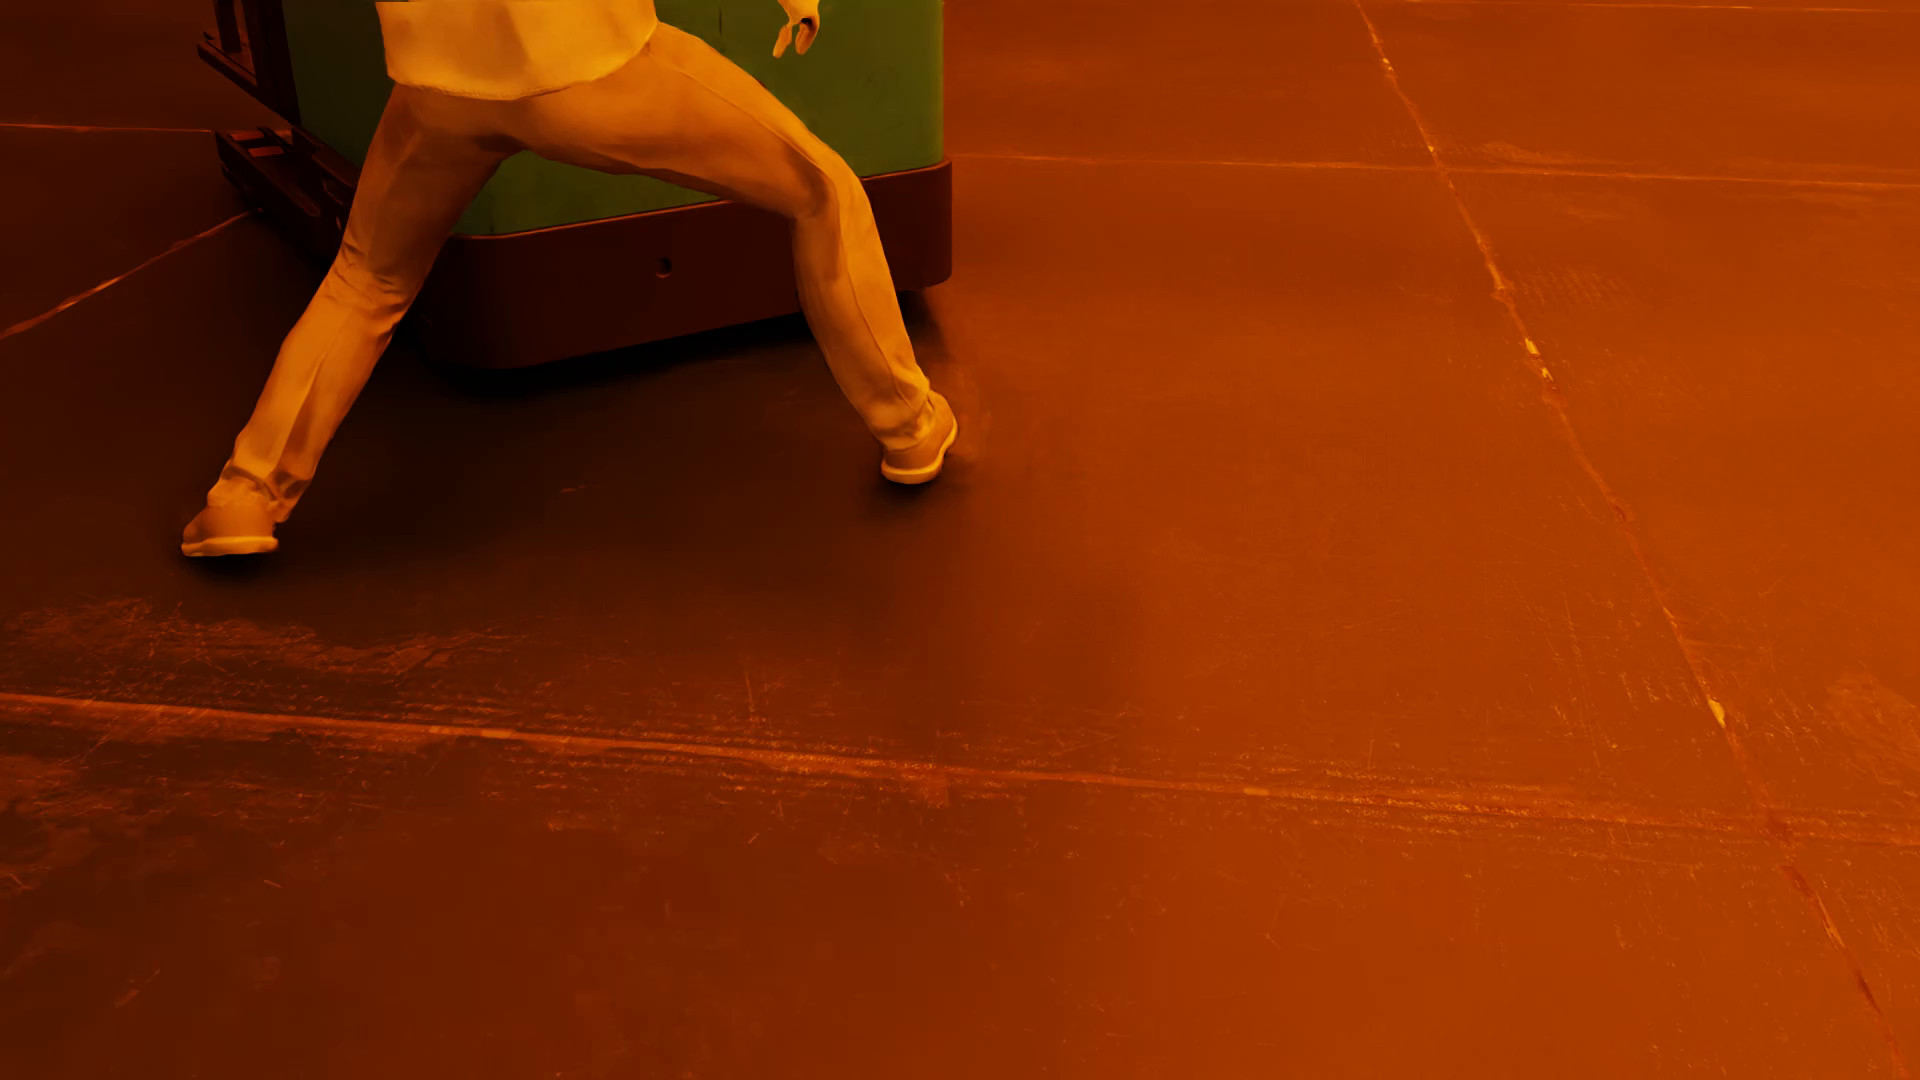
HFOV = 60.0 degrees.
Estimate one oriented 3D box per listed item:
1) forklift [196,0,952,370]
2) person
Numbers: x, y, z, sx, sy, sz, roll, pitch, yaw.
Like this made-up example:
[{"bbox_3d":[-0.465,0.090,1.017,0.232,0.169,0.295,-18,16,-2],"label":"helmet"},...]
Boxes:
[{"bbox_3d":[-1.244,-2.223,3.672,1.130,2.935,3.031,-16,31,-29],"label":"forklift"},{"bbox_3d":[-0.587,-0.717,2.318,0.997,1.518,0.931,11,29,21],"label":"person"}]
